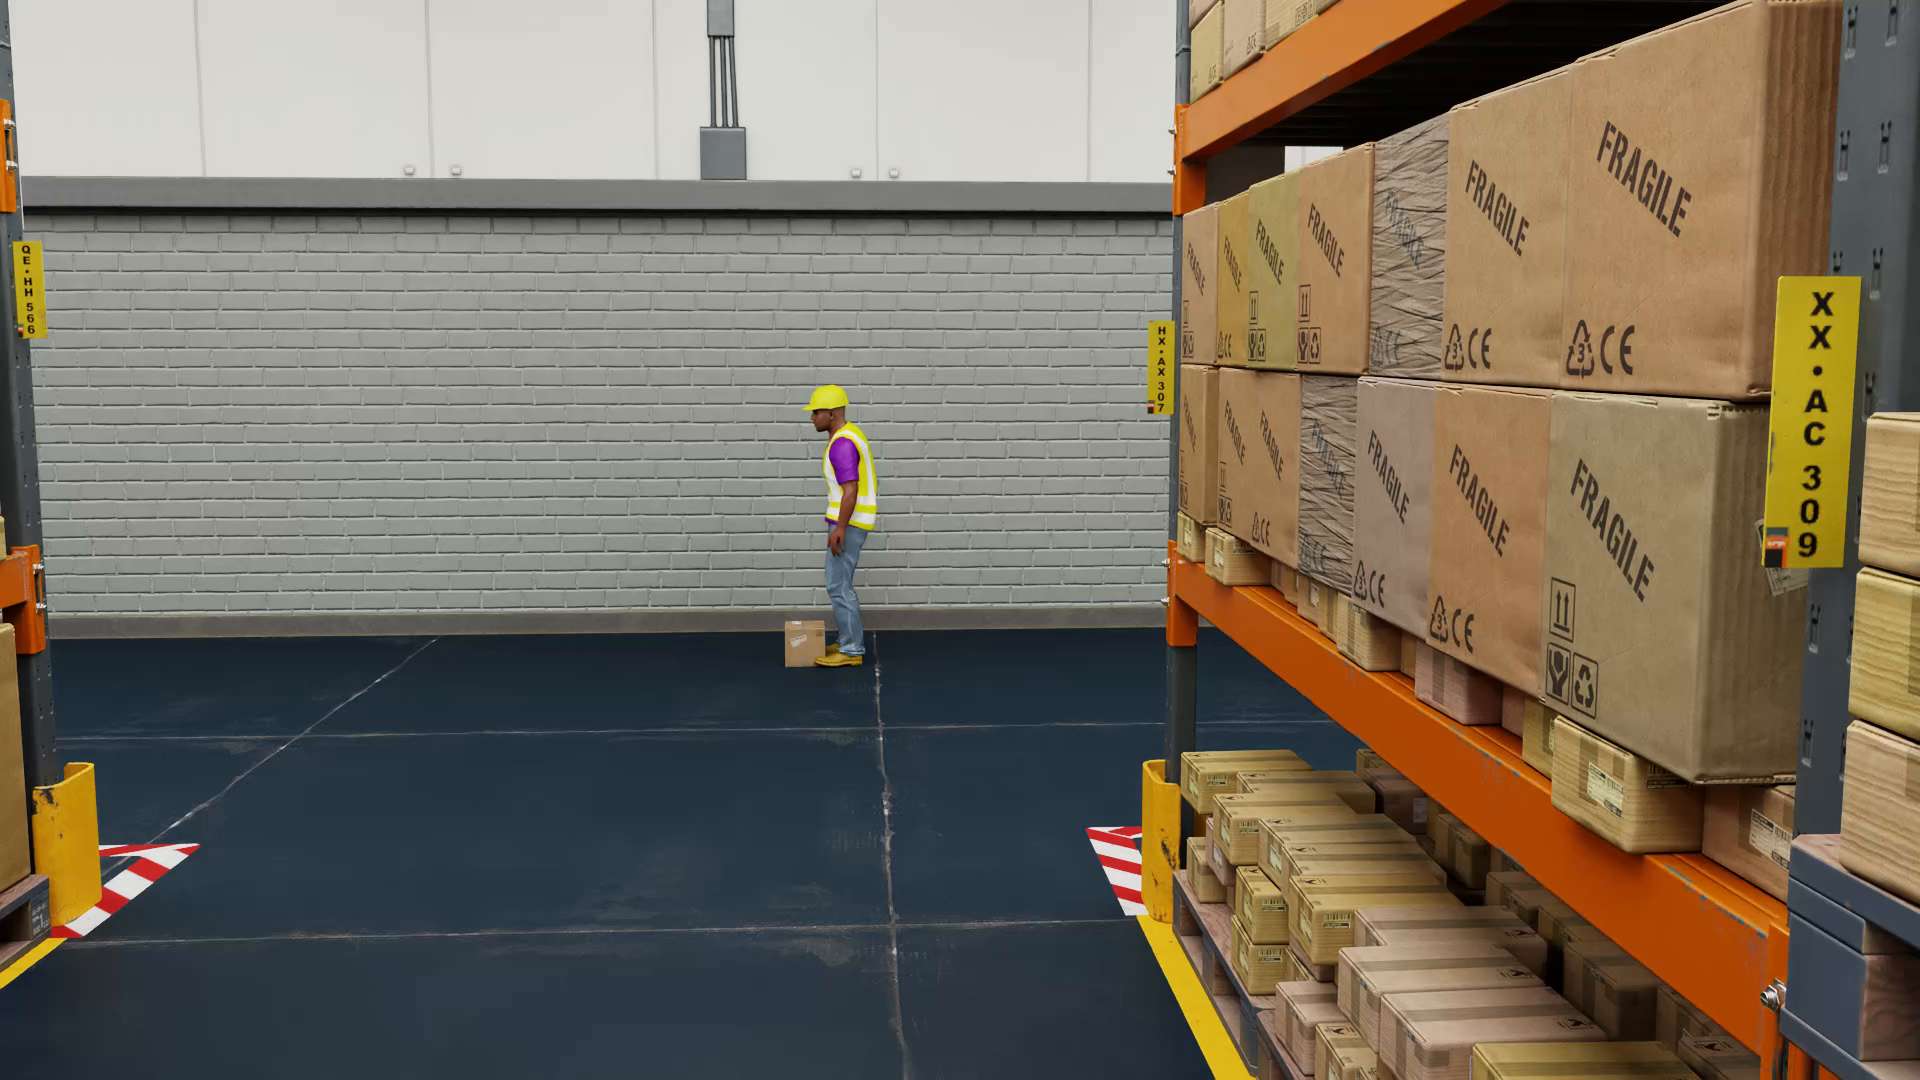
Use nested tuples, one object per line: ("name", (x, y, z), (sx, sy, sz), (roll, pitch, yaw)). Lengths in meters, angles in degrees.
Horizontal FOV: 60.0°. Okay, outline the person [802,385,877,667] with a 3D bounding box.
("person", (-0.753, -0.096, 10.475), (0.461, 1.760, 0.626), (0, 7, -4))
